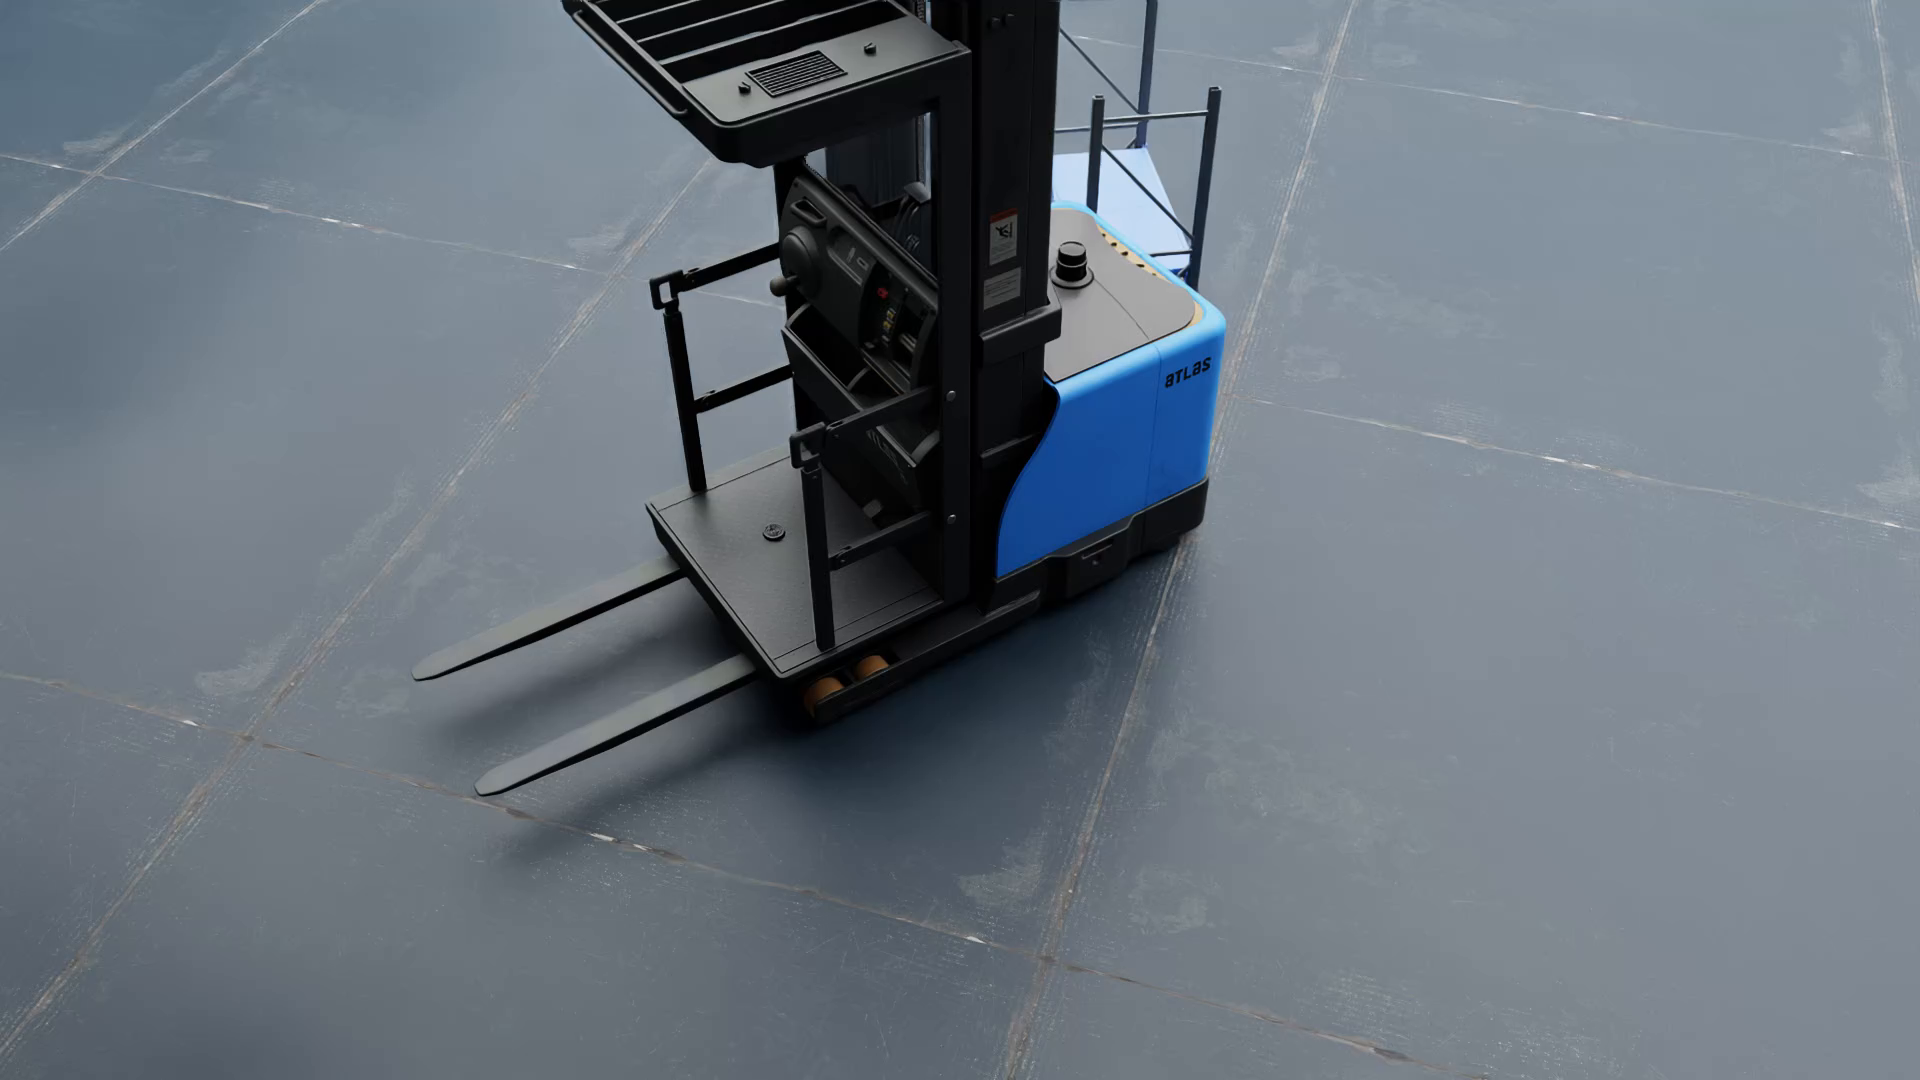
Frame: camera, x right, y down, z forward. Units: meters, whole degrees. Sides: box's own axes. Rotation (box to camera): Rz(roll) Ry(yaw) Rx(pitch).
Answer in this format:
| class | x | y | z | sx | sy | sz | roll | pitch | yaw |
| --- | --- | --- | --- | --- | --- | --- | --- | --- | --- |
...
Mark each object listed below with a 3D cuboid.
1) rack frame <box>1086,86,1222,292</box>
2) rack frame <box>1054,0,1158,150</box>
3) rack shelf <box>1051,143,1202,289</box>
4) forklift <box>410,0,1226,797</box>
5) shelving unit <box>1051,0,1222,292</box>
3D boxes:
| class | x | y | z | sx | sy | sz | roll | pitch | yaw |
| --- | --- | --- | --- | --- | --- | --- | --- | --- | --- |
| rack frame | 0.754 | -1.173 | 6.877 | 0.500 | 1.500 | 0.032 | -6 | 45 | -6 |
| rack frame | 0.607 | -1.877 | 7.596 | 0.500 | 1.500 | 0.032 | -6 | 45 | -6 |
| rack shelf | 0.681 | -1.397 | 7.362 | 0.538 | 0.185 | 1.000 | -6 | 45 | -6 |
| forklift | -0.522 | -0.808 | 5.480 | 3.031 | 2.935 | 1.130 | -25 | 50 | -23 |
| shelving unit | 0.681 | -1.525 | 7.236 | 0.538 | 1.500 | 1.048 | -6 | 45 | -6 |
